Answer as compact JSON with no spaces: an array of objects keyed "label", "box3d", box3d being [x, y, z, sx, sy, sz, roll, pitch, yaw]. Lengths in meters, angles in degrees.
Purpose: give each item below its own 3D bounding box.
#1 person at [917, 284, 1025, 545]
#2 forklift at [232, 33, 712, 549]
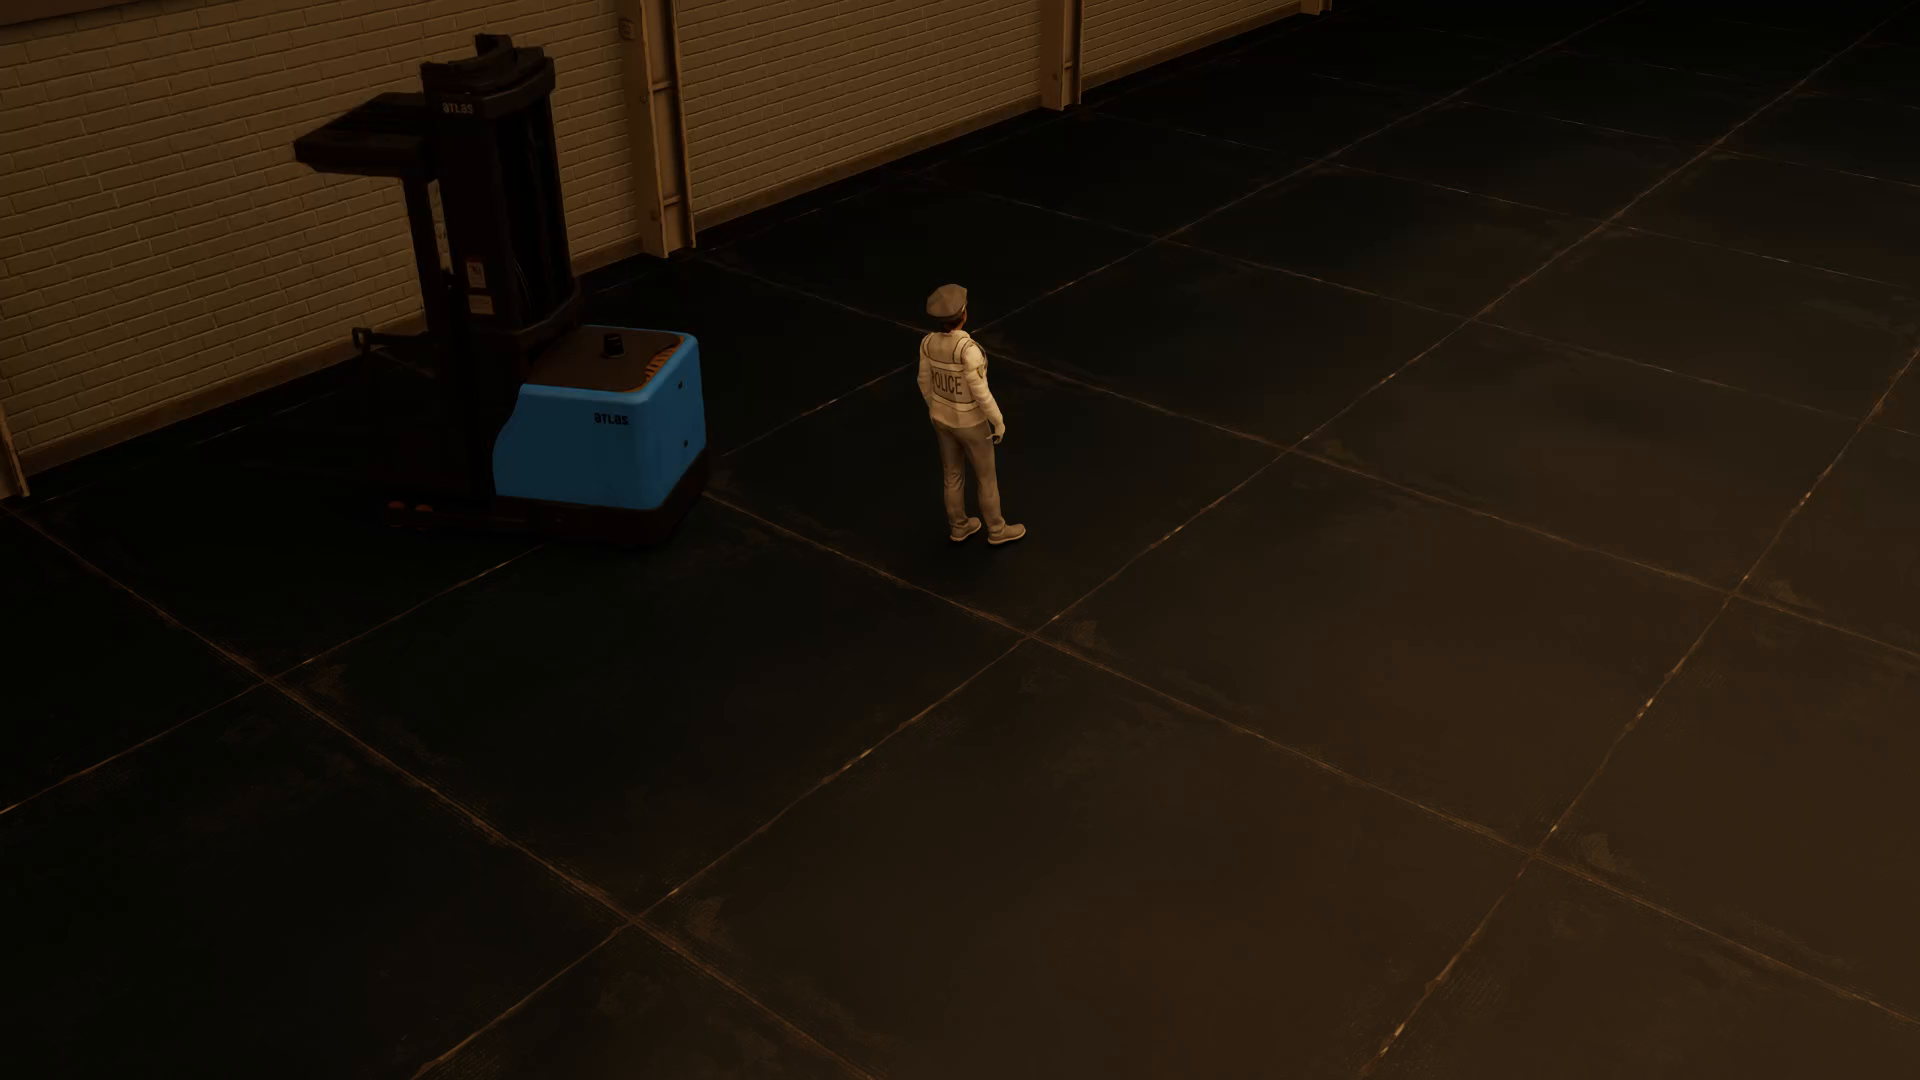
[{"label":"person","box3d":[0.049,-0.763,10.112,0.587,1.694,0.529,22,37,33]},{"label":"forklift","box3d":[-3.230,-1.577,10.293,3.031,2.935,1.130,6,31,10]}]
